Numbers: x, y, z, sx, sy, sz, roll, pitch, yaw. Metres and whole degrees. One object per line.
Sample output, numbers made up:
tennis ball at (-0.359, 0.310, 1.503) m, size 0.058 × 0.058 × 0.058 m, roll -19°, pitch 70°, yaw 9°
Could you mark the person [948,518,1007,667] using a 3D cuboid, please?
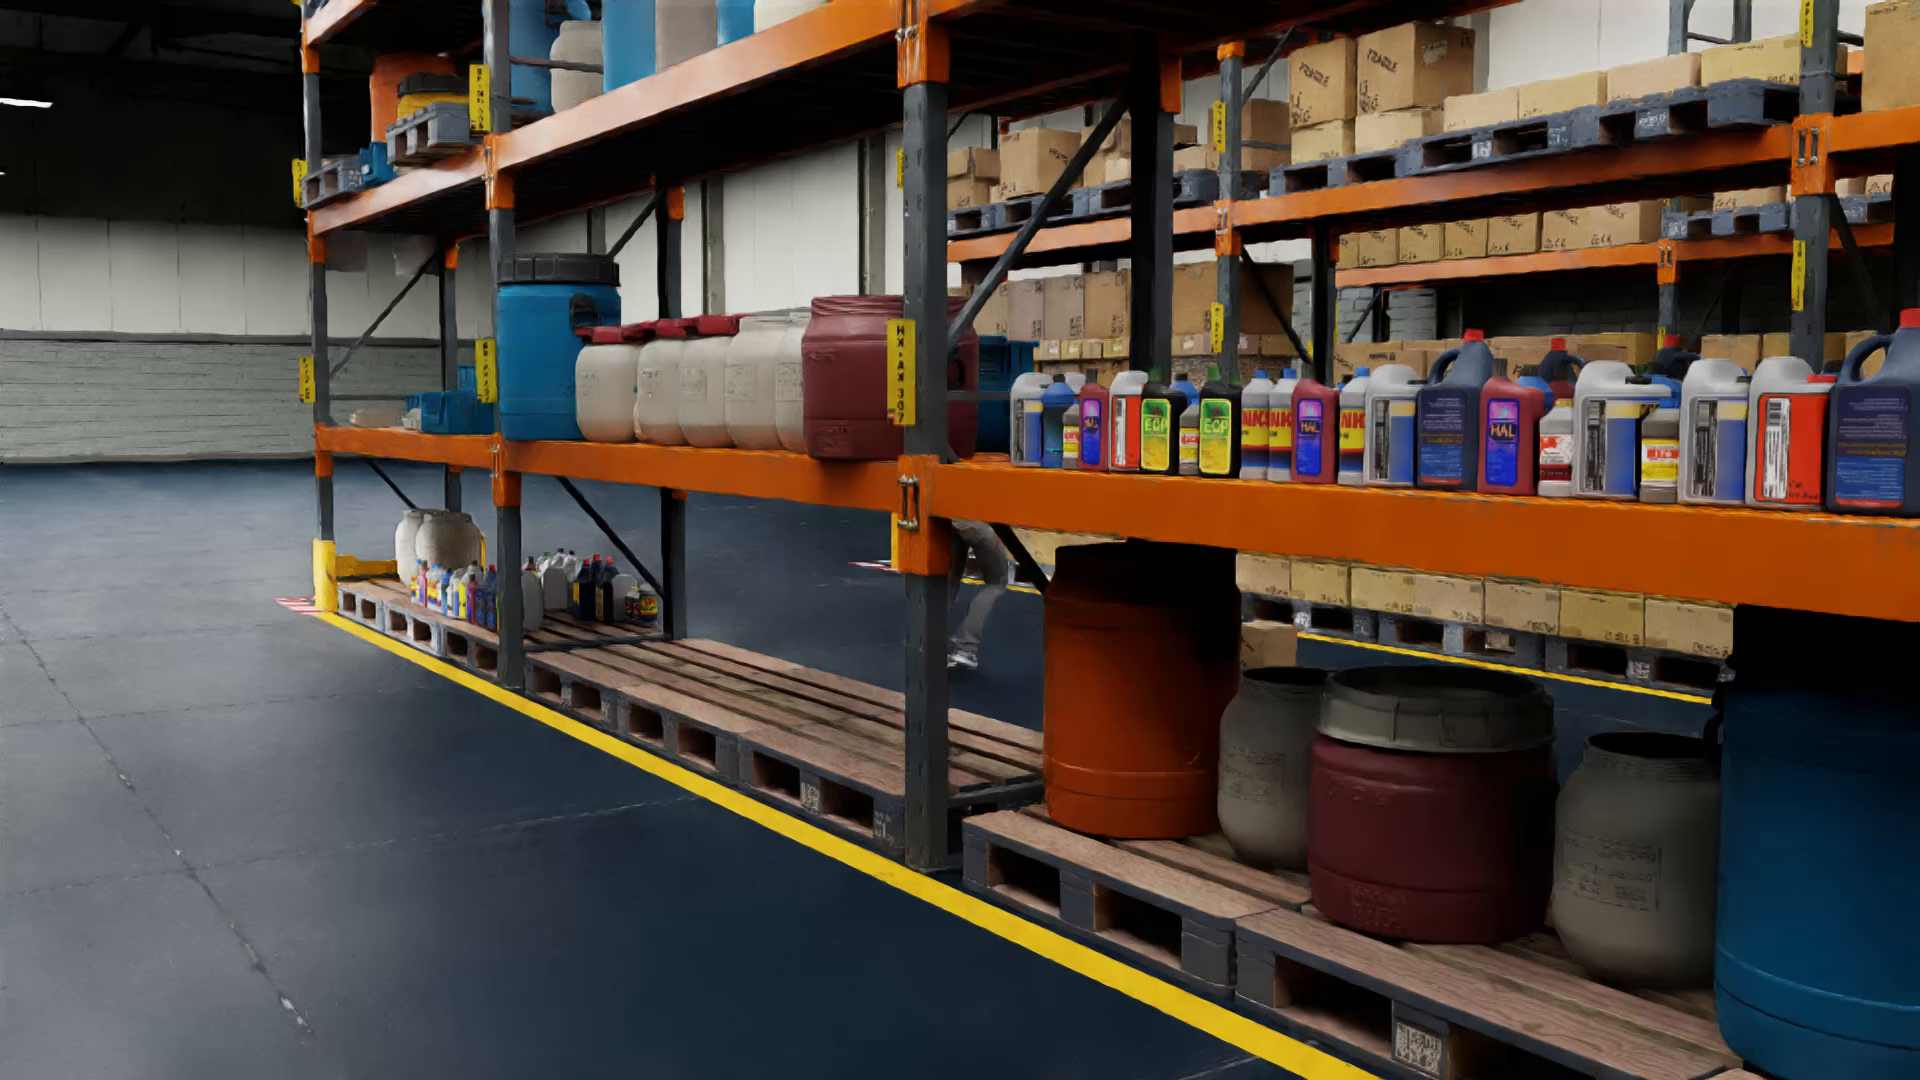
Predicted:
person at (0.047, -0.067, 9.022) m, size 0.386 × 1.574 × 0.502 m, roll -5°, pitch 7°, yaw -44°
